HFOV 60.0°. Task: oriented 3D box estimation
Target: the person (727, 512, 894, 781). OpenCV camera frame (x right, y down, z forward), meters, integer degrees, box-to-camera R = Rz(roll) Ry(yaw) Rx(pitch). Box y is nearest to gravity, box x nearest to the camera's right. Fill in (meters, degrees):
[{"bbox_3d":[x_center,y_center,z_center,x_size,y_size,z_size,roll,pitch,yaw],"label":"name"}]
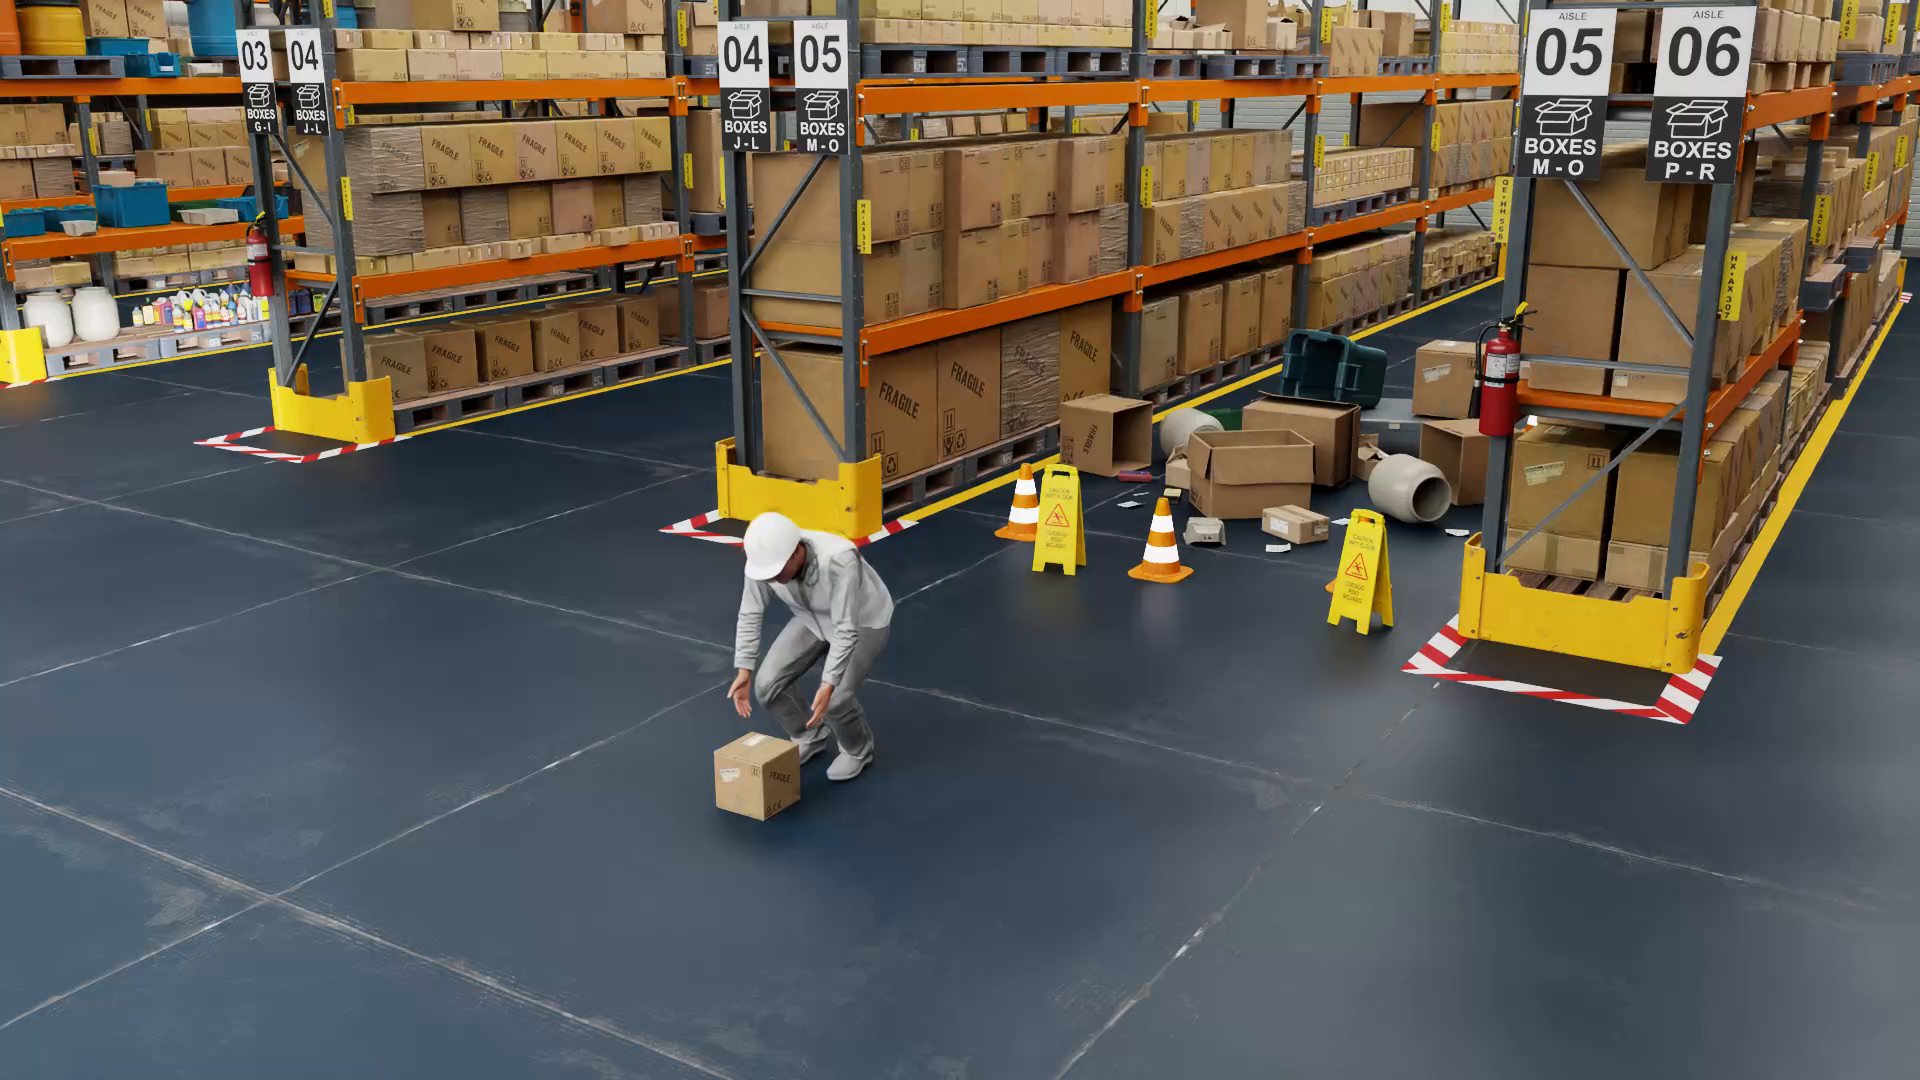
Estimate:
[{"bbox_3d":[-0.601,0.414,7.015,0.578,1.240,0.842,10,19,30],"label":"person"}]
